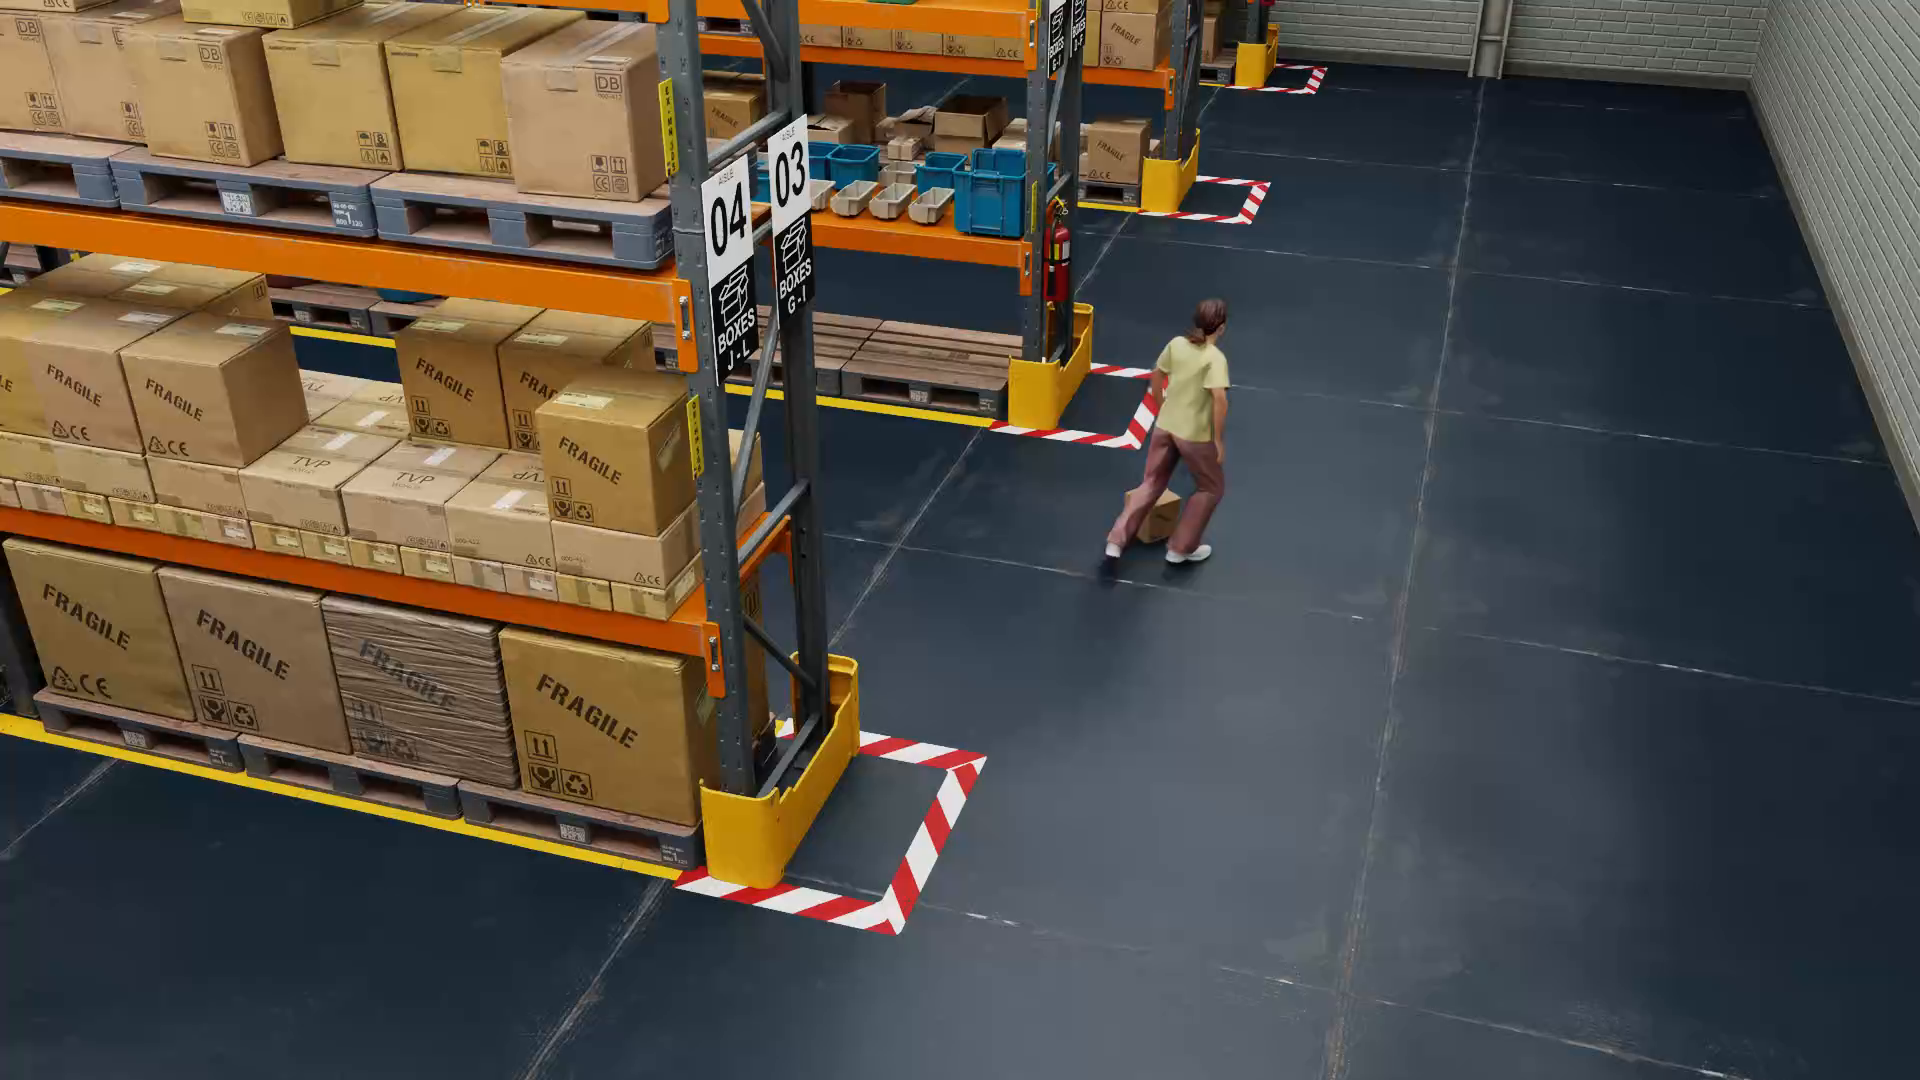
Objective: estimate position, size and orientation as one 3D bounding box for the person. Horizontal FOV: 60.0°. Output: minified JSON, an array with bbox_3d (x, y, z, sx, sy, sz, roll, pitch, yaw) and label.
[{"bbox_3d":[1.237,-0.575,9.601,0.745,1.605,0.607,-24,37,-36],"label":"person"}]
